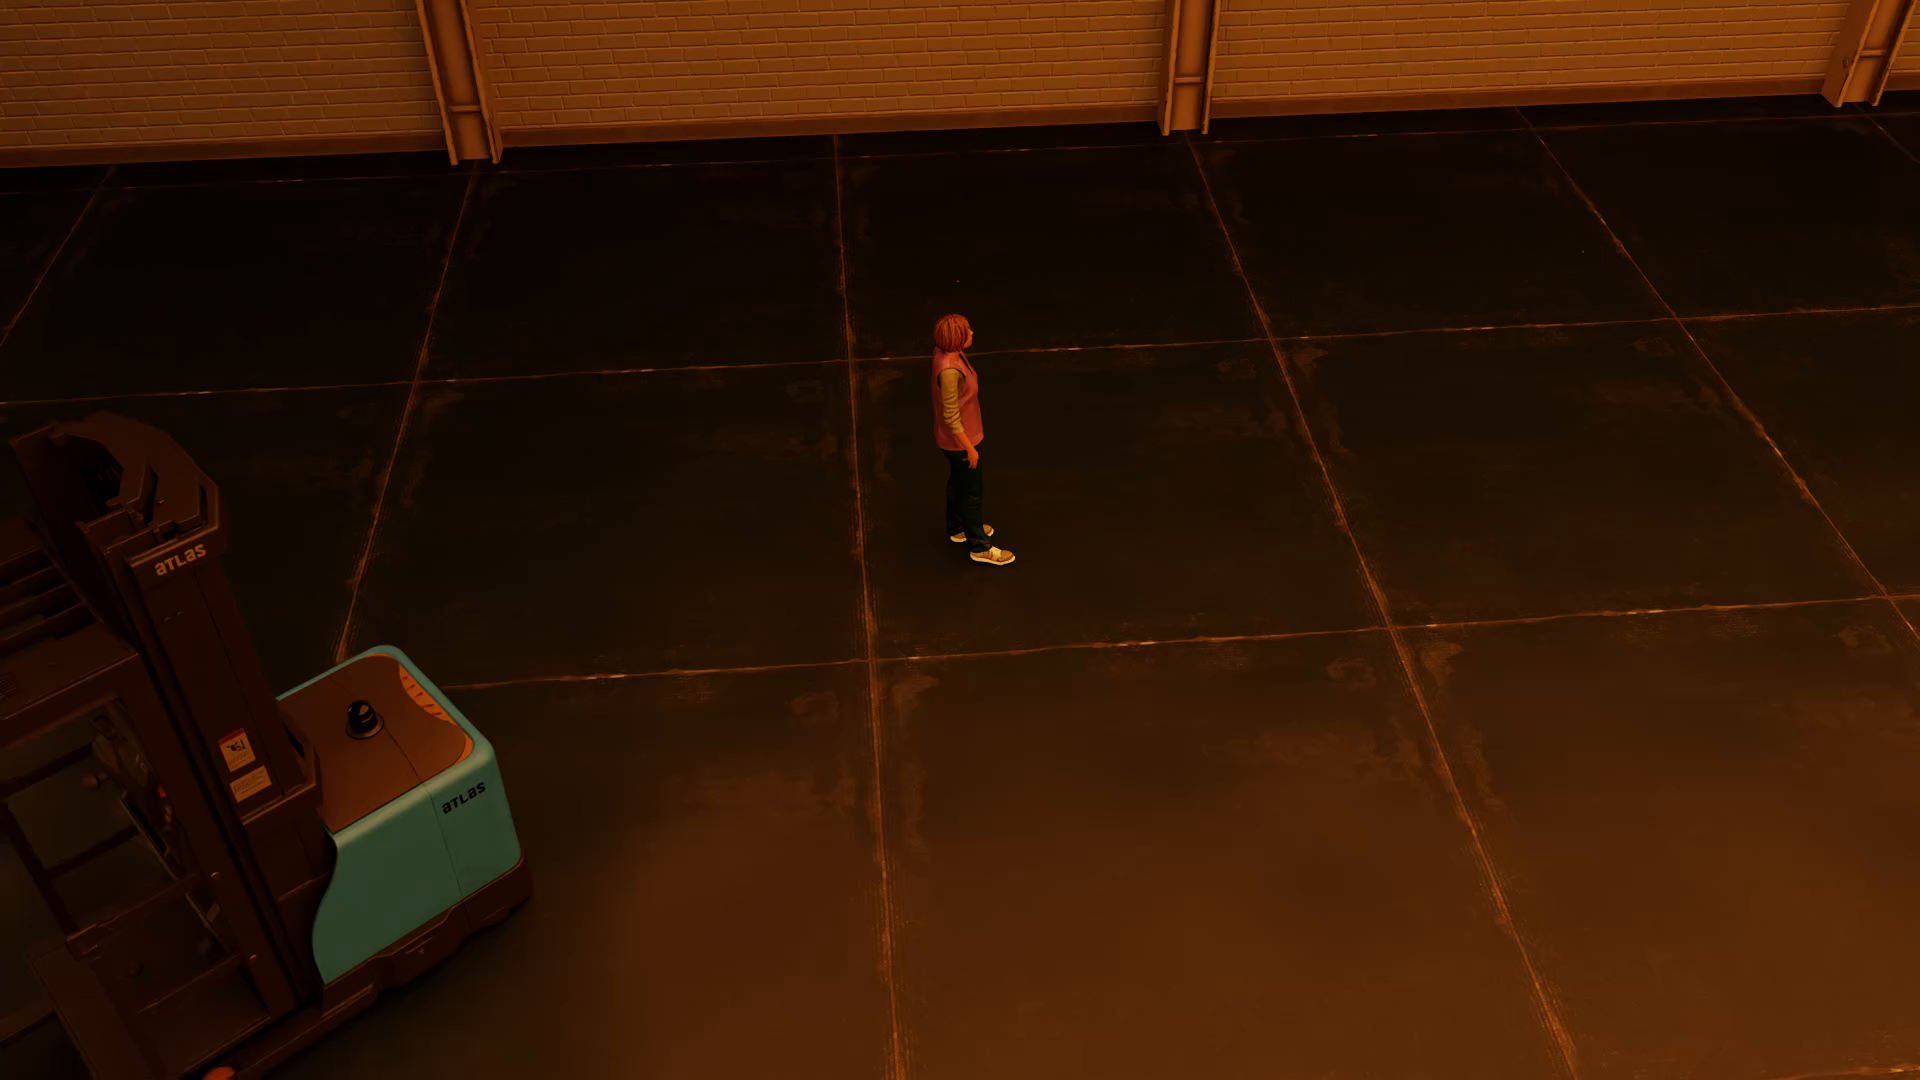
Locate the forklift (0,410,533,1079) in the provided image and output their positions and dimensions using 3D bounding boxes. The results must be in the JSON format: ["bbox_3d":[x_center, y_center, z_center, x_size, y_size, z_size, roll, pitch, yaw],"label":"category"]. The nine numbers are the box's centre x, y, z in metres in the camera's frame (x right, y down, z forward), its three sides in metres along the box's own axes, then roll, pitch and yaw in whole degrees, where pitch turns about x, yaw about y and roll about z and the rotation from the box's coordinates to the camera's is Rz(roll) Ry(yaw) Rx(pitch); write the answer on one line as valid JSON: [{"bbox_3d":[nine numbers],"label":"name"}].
[{"bbox_3d":[-3.505,1.061,6.698,3.031,2.935,1.130,-31,49,-31],"label":"forklift"}]

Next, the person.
[{"bbox_3d":[0.076,-0.608,9.663,0.473,1.599,0.520,-3,41,-4],"label":"person"}]
